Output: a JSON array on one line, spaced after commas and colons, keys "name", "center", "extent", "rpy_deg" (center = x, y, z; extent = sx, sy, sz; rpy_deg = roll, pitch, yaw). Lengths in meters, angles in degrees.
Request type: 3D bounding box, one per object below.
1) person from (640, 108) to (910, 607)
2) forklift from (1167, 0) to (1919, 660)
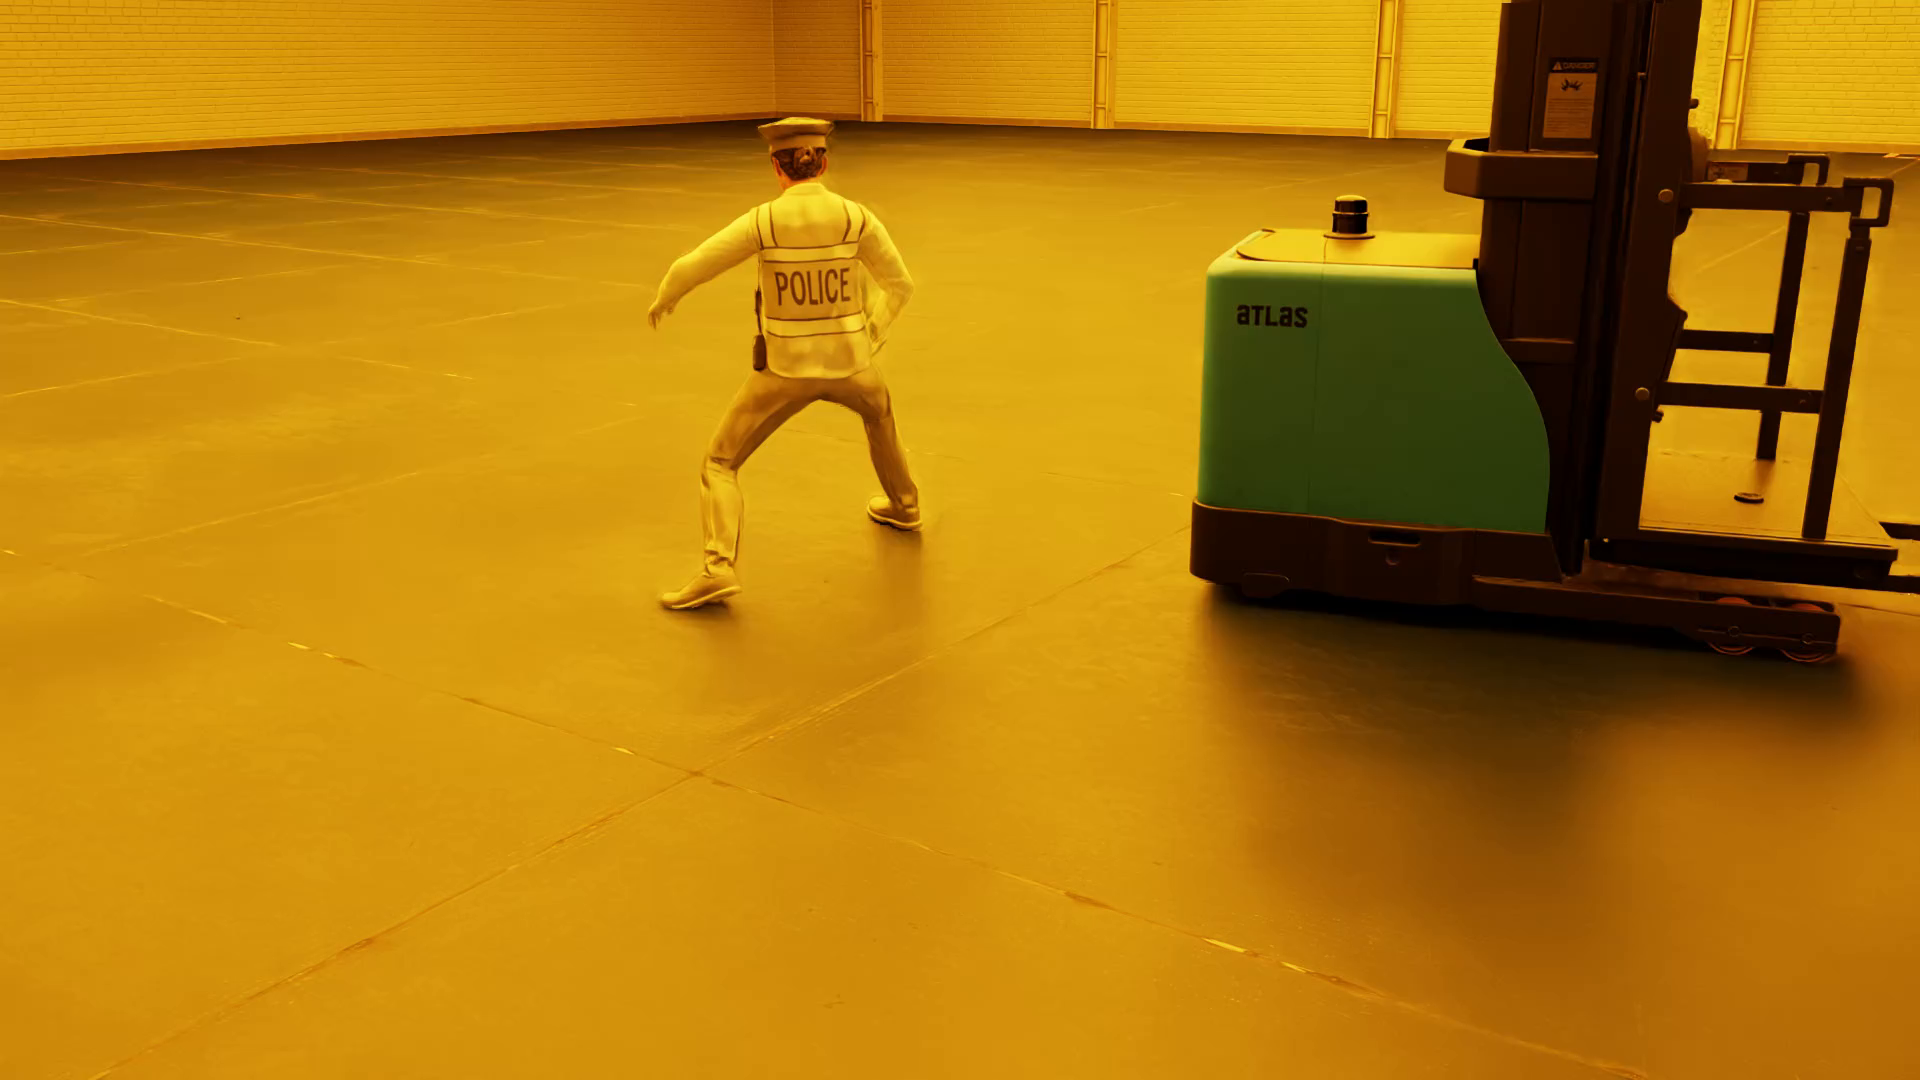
[{"name": "person", "center": [-0.586, -0.594, 5.346], "extent": [0.882, 1.543, 0.682], "rpy_deg": [-2, 17, -8]}, {"name": "forklift", "center": [2.244, -1.230, 4.944], "extent": [3.031, 2.935, 1.130], "rpy_deg": [5, 17, 17]}]
